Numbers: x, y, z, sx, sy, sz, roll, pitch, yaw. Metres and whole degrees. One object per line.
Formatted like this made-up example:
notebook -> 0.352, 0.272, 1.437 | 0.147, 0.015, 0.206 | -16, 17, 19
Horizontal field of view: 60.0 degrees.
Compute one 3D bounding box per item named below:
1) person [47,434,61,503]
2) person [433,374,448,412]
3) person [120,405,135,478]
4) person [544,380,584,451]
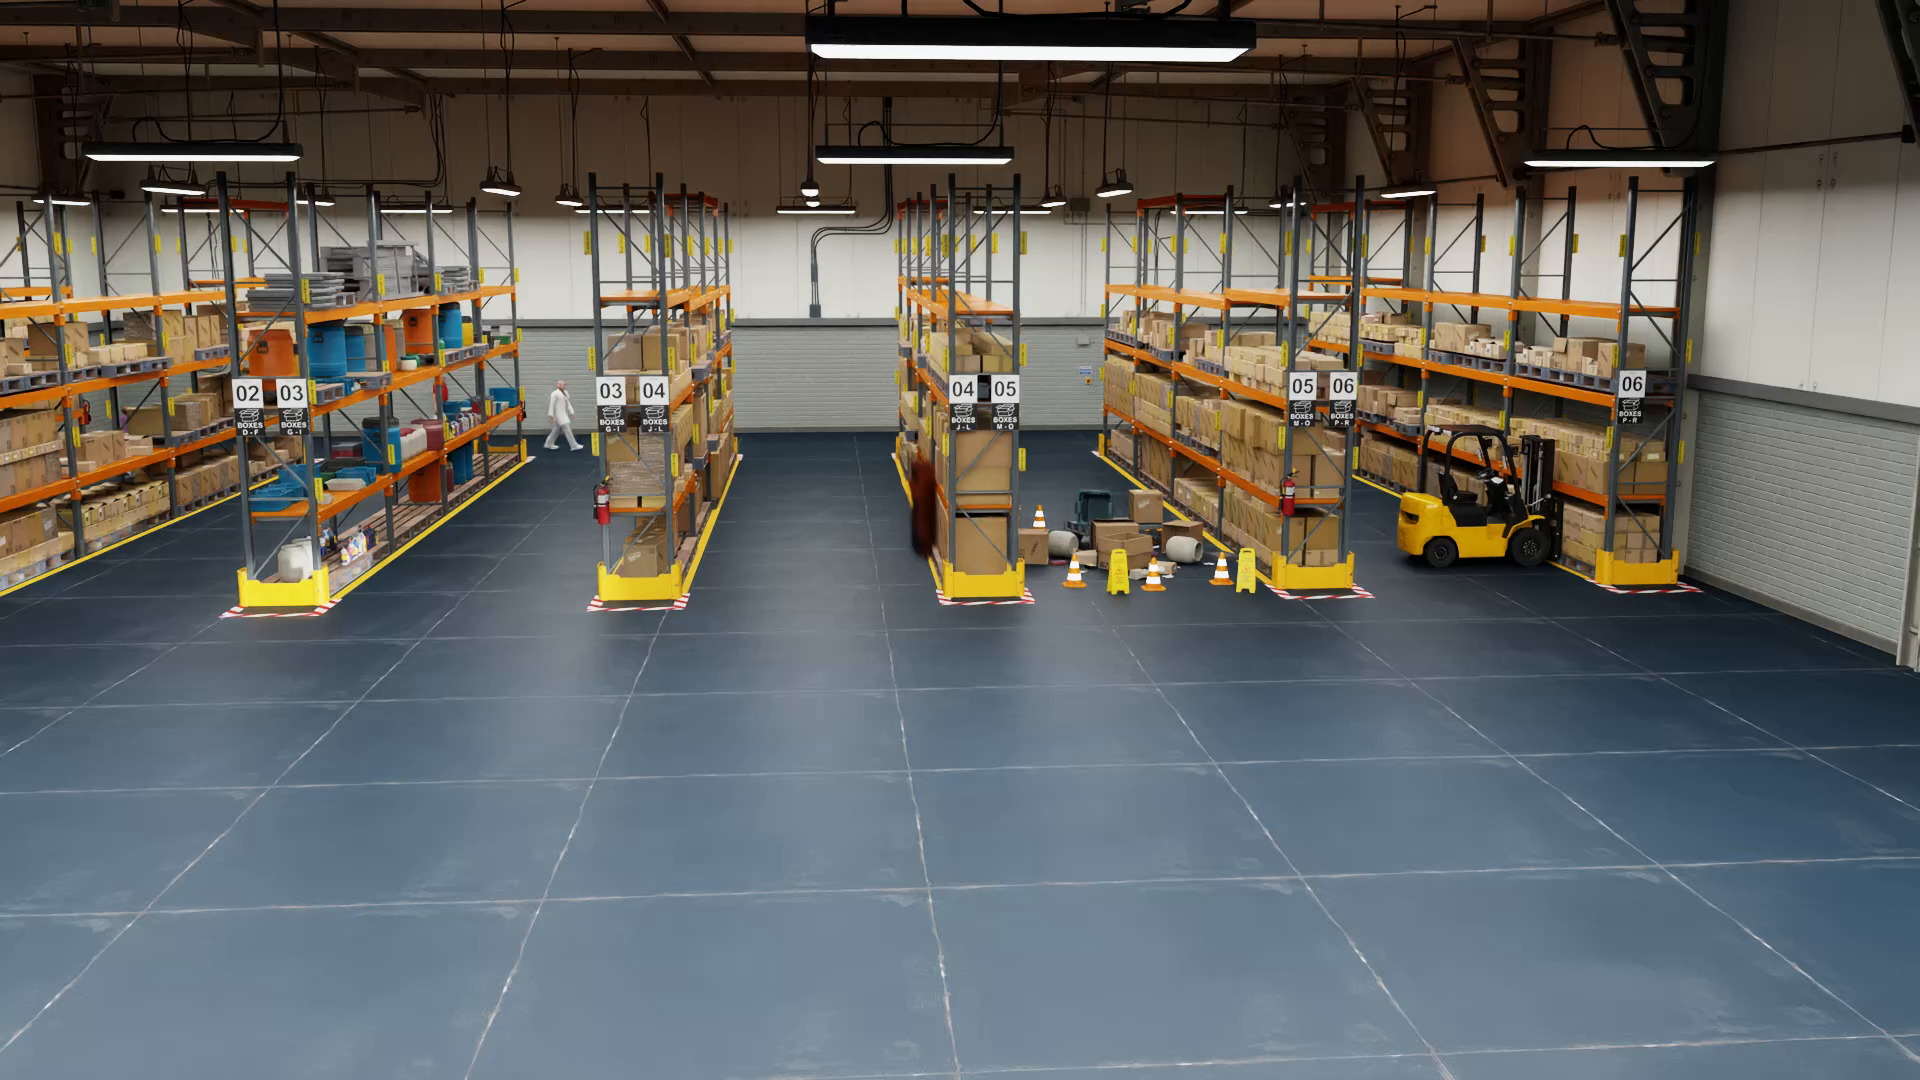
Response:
person -> -17.584, -1.482, 32.158 | 0.567, 1.724, 0.479 | 4, 11, 24
person -> -13.554, -3.491, 43.479 | 0.437, 1.750, 0.564 | 0, 10, 0
person -> -18.143, -2.144, 36.243 | 0.448, 1.599, 0.438 | 8, 13, 37
person -> -9.792, -3.087, 41.103 | 1.085, 1.732, 0.576 | 1, 10, 7
